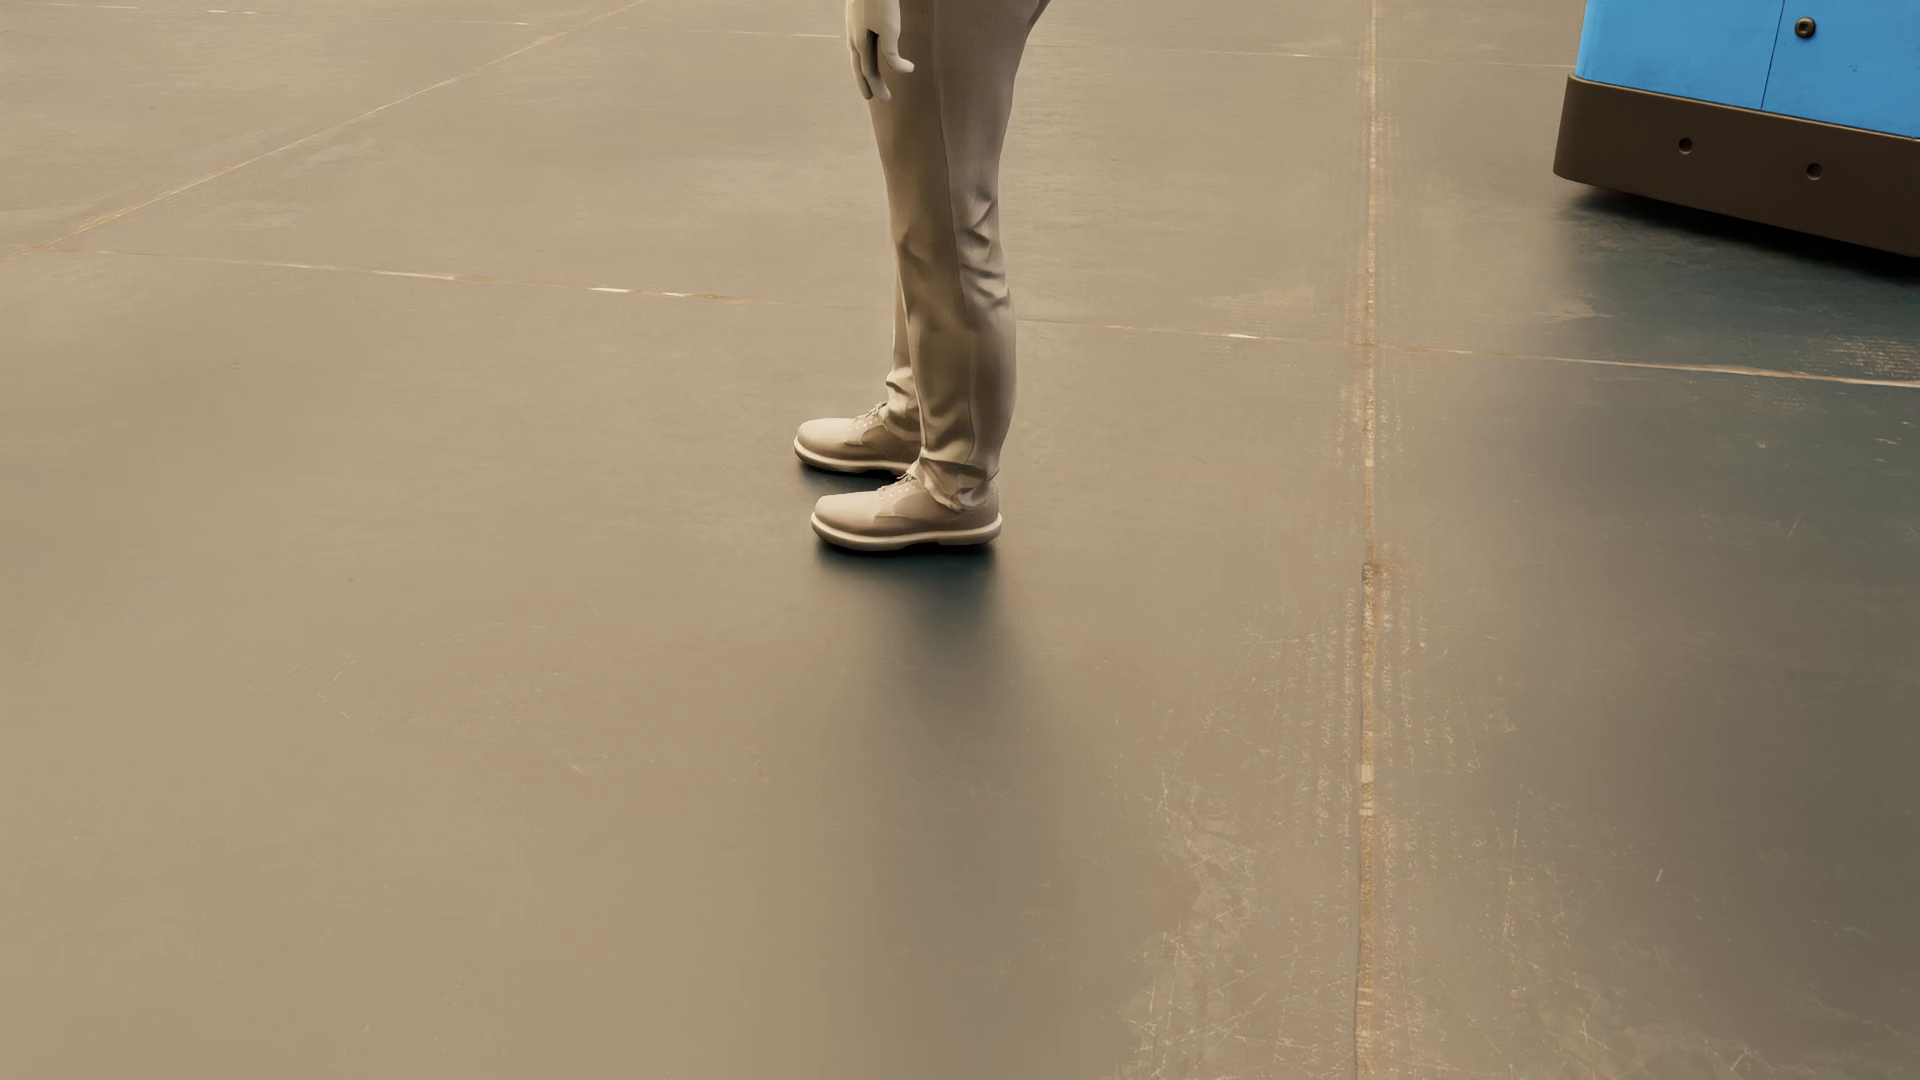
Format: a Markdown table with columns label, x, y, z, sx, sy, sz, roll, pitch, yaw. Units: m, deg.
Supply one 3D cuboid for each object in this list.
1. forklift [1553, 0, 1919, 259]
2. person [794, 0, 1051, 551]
| label | x | y | z | sx | sy | sz | roll | pitch | yaw |
| --- | --- | --- | --- | --- | --- | --- | --- | --- | --- |
| forklift | 2.945 | -2.411 | 4.025 | 3.031 | 2.935 | 1.130 | -20 | 33 | -34 |
| person | -0.066 | -0.773 | 2.135 | 0.530 | 1.694 | 0.586 | 6 | 27 | 11 |
